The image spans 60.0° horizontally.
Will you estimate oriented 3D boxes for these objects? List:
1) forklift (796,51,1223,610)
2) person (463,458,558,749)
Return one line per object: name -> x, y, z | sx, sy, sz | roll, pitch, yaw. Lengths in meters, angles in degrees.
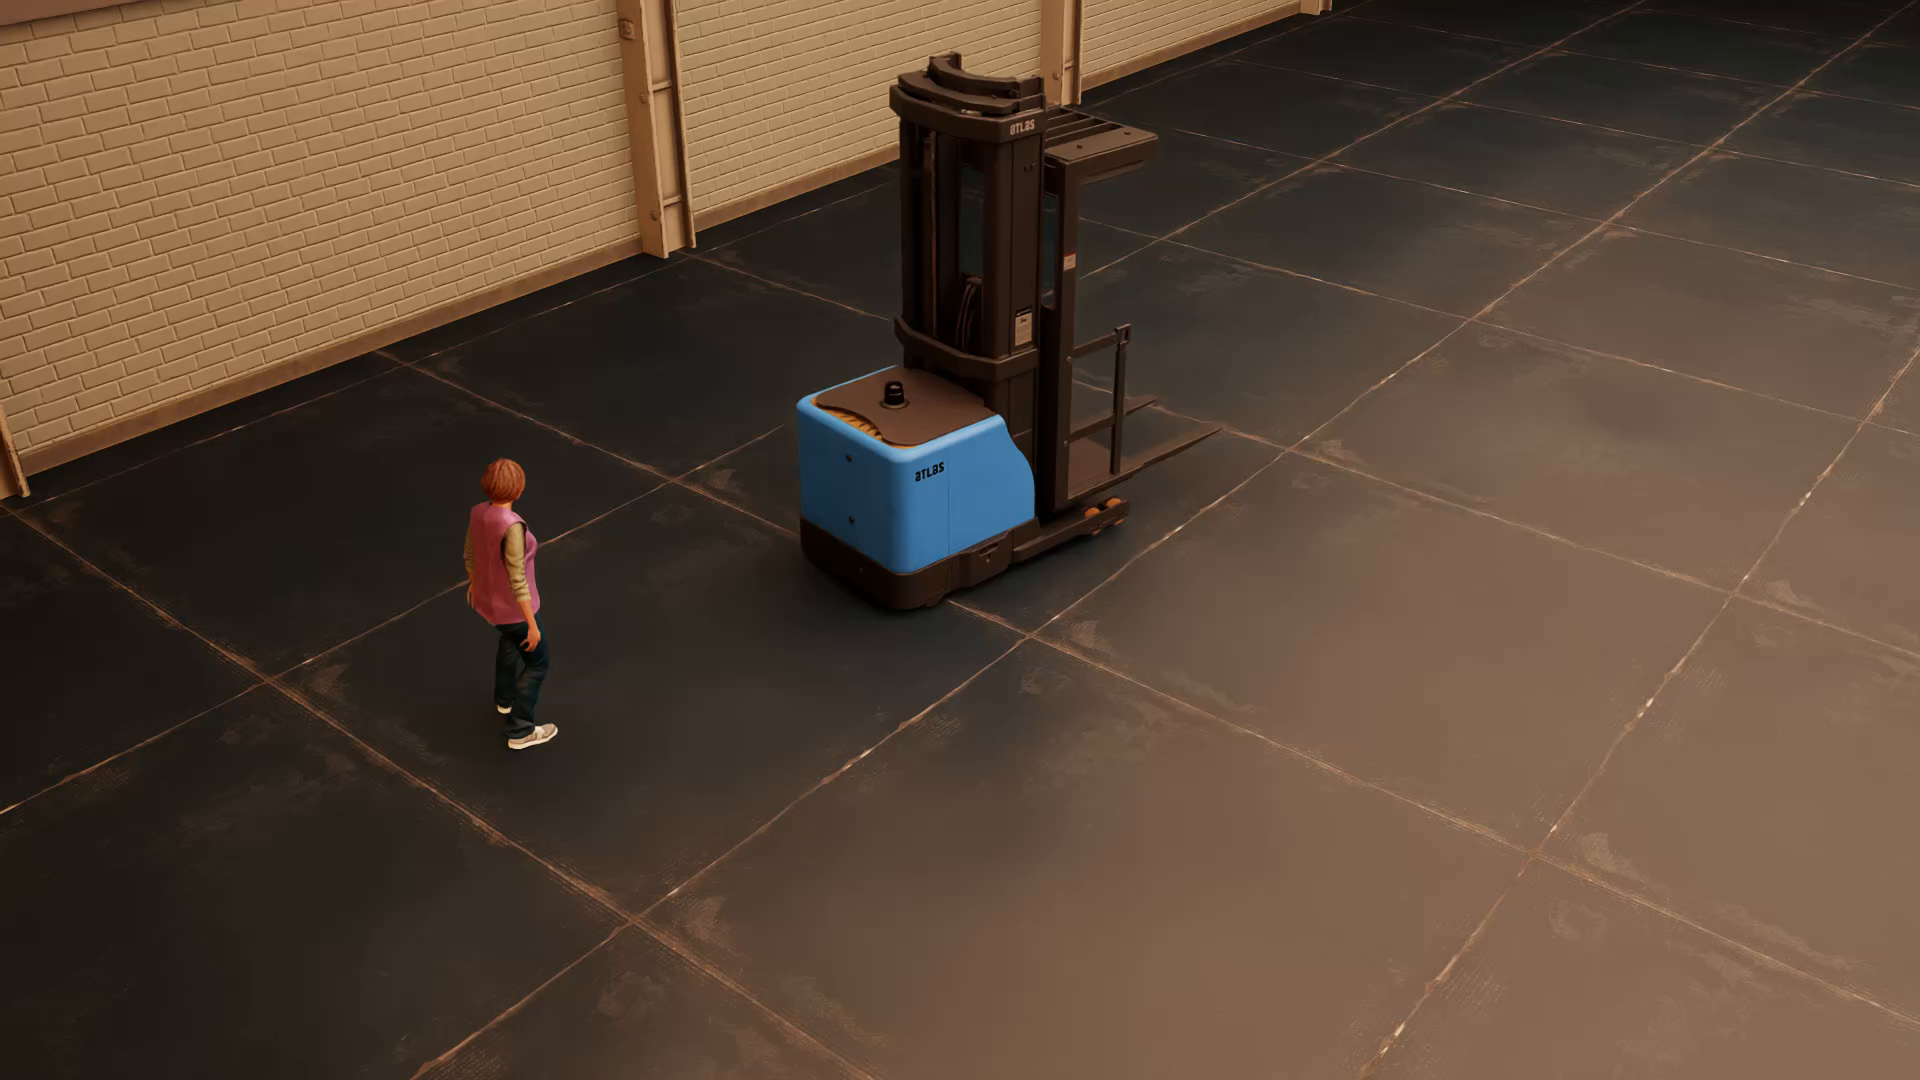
forklift -> 0.453, -1.478, 10.124 | 3.031, 2.935, 1.130 | -24, 38, -35
person -> -2.289, 0.325, 8.416 | 0.379, 1.555, 0.726 | -26, 39, -37
